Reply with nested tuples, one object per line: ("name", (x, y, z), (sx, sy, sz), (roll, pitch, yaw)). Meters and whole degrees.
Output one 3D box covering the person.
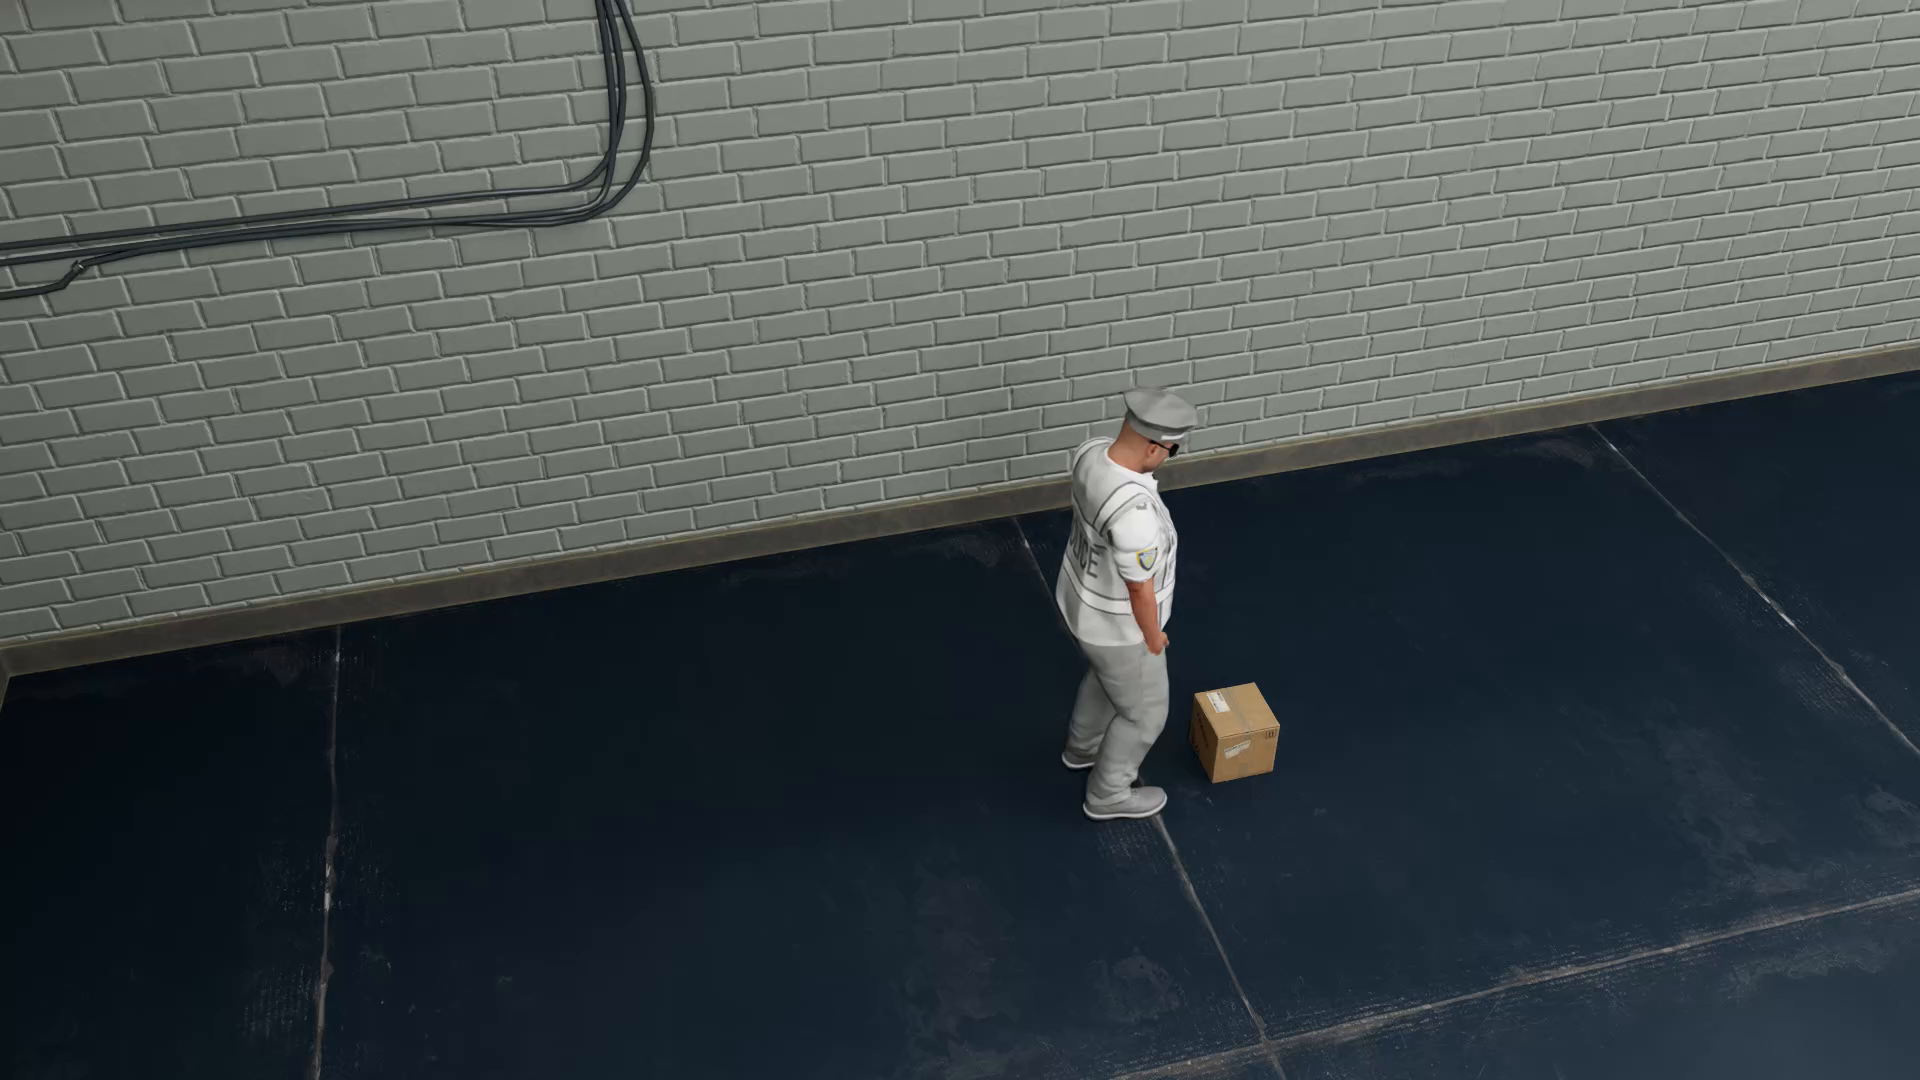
("person", (0.559, 0.238, 5.874), (0.424, 1.724, 0.544), (-9, 39, -11))
